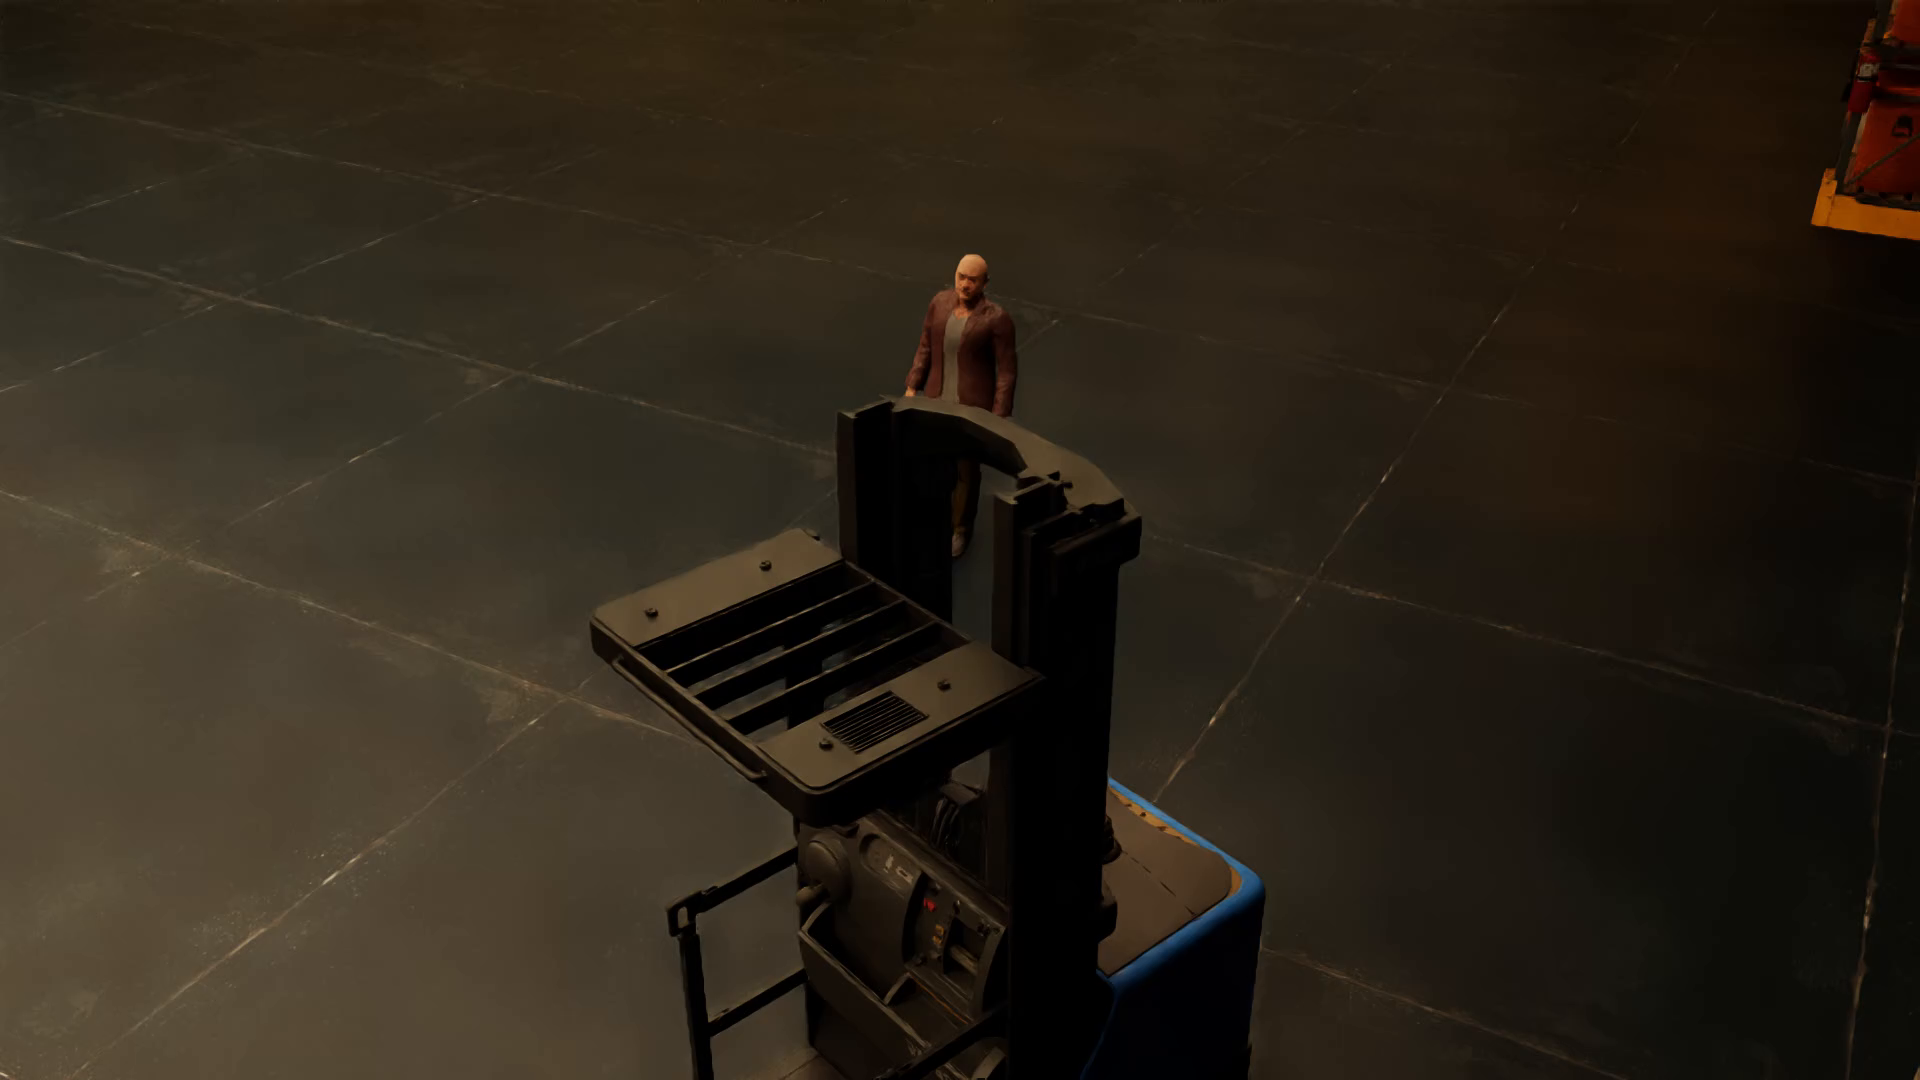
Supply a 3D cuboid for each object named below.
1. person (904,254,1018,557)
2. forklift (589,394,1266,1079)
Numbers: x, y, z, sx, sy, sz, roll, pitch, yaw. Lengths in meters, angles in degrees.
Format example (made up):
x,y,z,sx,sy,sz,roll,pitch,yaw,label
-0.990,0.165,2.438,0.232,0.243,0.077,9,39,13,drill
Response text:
x,y,z,sx,sy,sz,roll,pitch,yaw,label
-0.048,-0.738,9.487,0.694,1.776,0.580,15,33,25,person
-0.356,1.148,5.082,3.031,2.935,1.130,-24,37,-35,forklift
